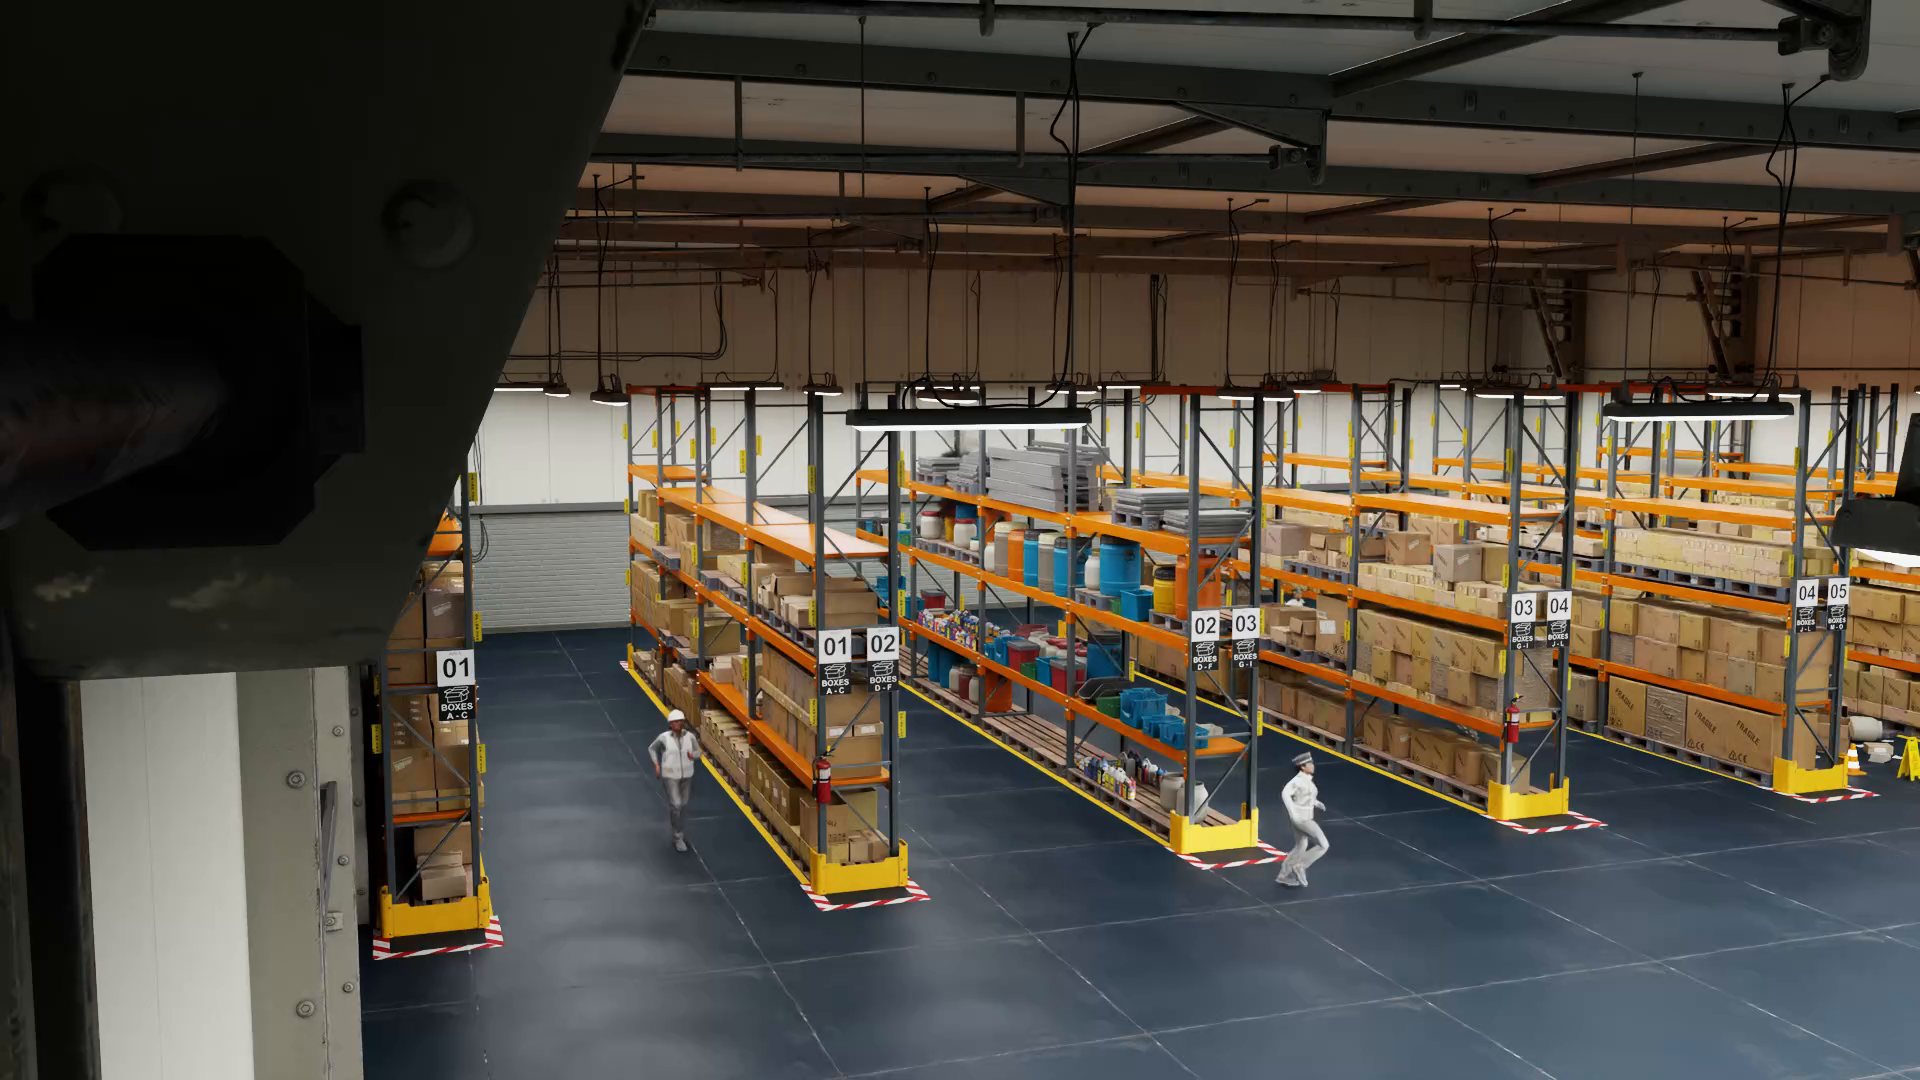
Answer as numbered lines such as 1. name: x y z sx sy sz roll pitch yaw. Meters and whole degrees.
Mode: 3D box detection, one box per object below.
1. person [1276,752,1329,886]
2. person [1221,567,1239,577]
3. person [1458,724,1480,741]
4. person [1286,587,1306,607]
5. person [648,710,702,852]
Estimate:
1. person: 4.201 3.406 20.304 0.606 1.639 0.611 1 6 12
2. person: 6.386 1.310 40.335 0.709 1.706 0.738 -5 8 -42
3. person: 8.795 2.598 28.500 0.505 1.633 0.710 -3 7 -30
4. person: 7.203 1.817 35.815 0.611 1.665 0.771 -2 6 -21
5. person: -3.758 3.153 22.117 0.638 1.806 0.874 -4 7 -31
